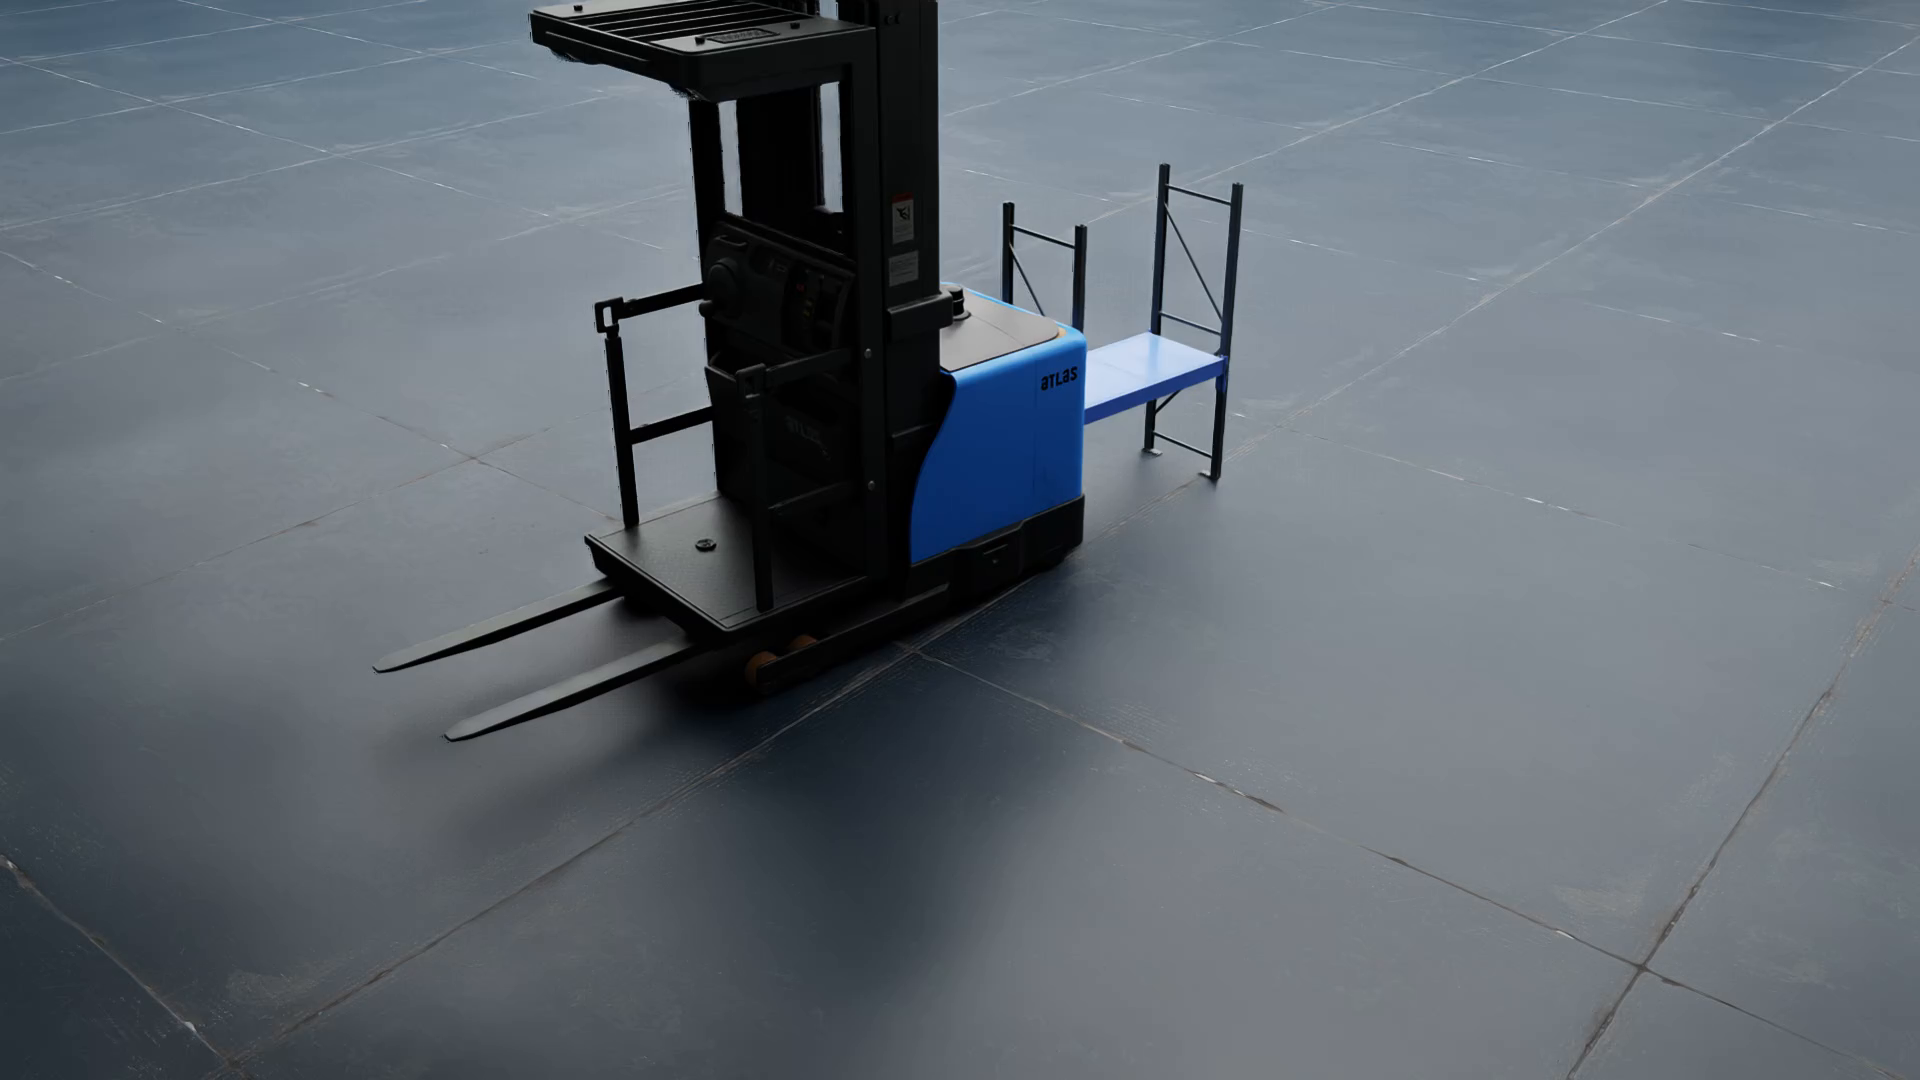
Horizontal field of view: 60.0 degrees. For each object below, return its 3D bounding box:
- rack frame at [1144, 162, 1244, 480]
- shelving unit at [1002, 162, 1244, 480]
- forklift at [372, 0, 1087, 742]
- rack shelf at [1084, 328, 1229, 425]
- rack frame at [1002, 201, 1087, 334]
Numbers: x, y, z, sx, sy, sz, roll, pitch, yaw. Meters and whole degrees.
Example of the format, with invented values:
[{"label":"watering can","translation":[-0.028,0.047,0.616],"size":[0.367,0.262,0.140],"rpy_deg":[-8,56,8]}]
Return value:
[{"label":"rack frame","translation":[1.133,-1.058,8.163],"size":[0.032,1.500,0.500],"rpy_deg":[-22,34,-36]},{"label":"shelving unit","translation":[0.750,-0.905,7.867],"size":[1.048,1.500,0.538],"rpy_deg":[-22,34,-36]},{"label":"forklift","translation":[-0.880,-0.964,6.423],"size":[3.031,2.935,1.130],"rpy_deg":[-22,34,-36]},{"label":"rack shelf","translation":[0.750,-0.745,7.950],"size":[1.000,0.185,0.538],"rpy_deg":[-22,34,-36]},{"label":"rack frame","translation":[0.366,-0.751,7.570],"size":[0.032,1.500,0.500],"rpy_deg":[-22,34,-36]}]
